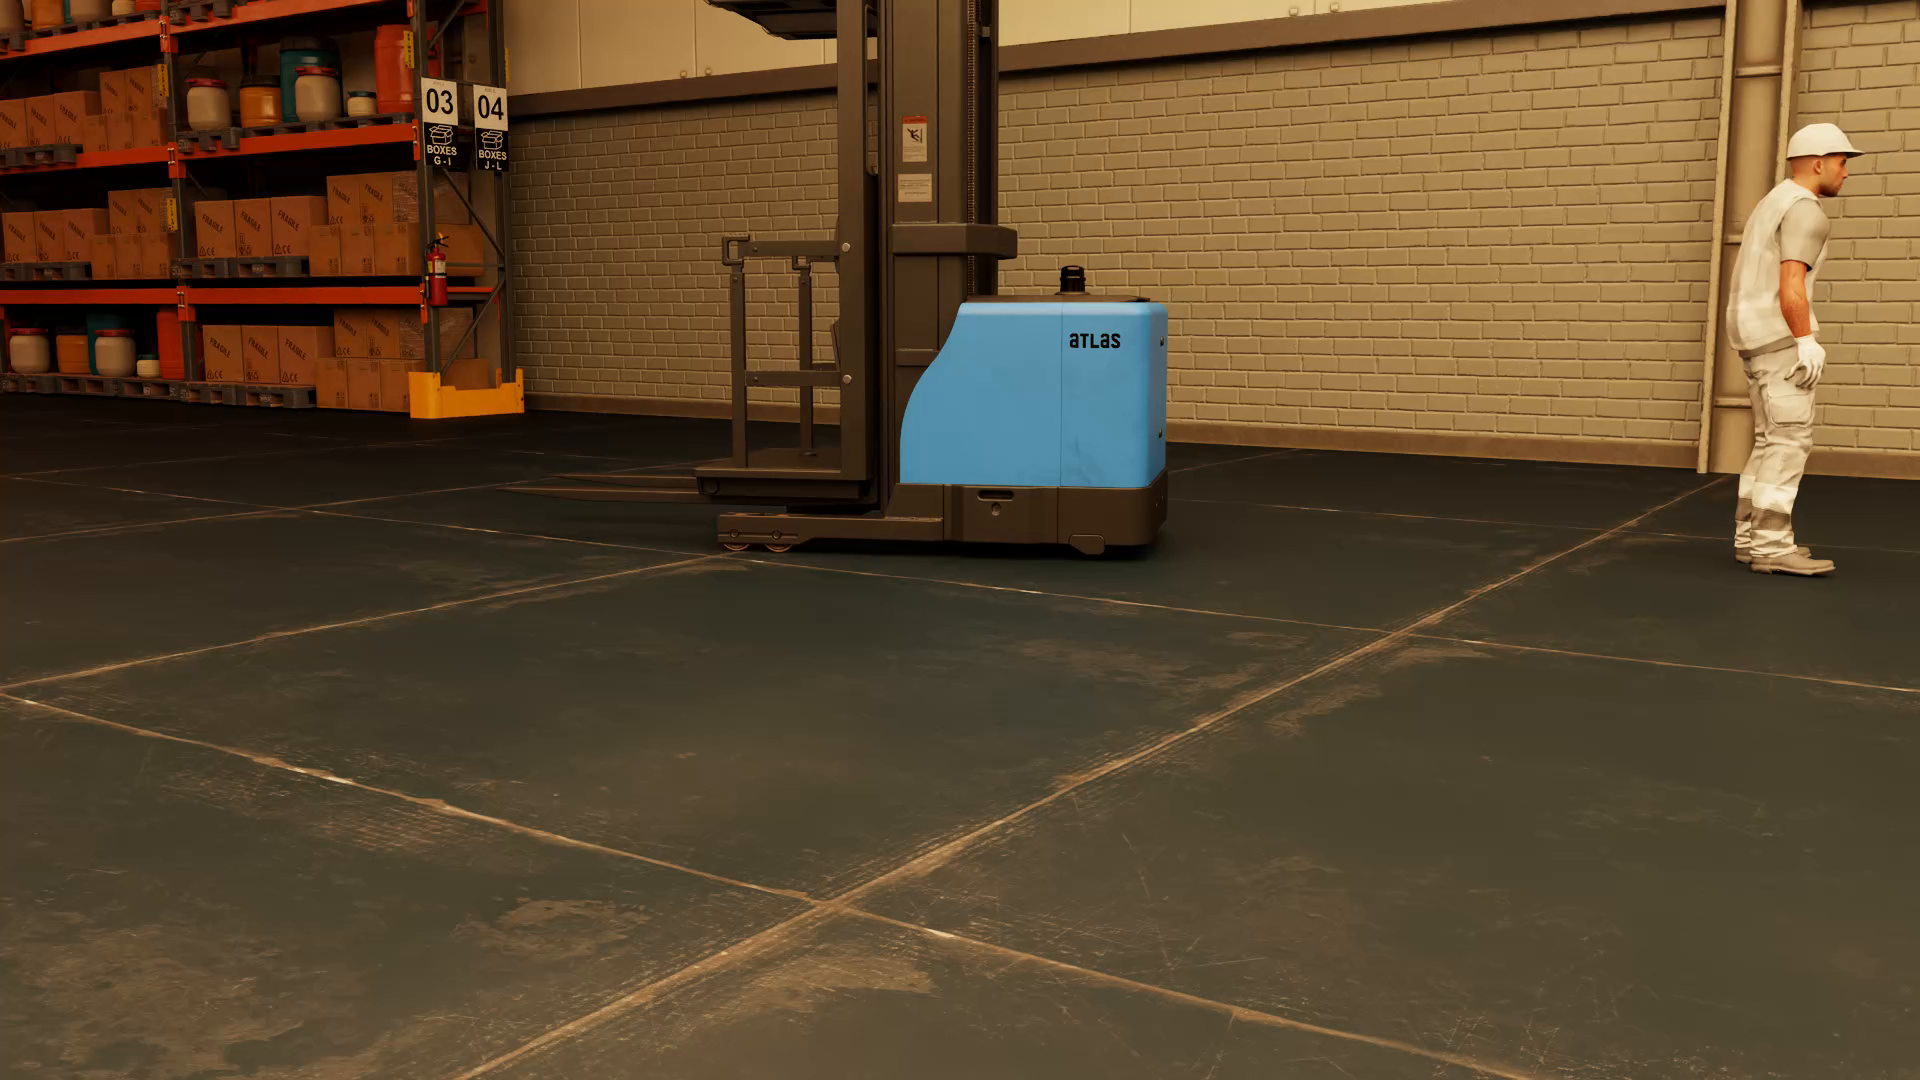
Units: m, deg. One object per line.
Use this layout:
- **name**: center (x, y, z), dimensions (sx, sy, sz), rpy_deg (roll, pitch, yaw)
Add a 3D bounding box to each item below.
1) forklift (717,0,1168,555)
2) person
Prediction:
- **forklift**: center (-0.596, -1.469, 7.520), dimensions (3.031, 2.935, 1.130), rpy_deg (2, 8, 12)
- **person**: center (3.350, -0.799, 6.711), dimensions (0.454, 1.721, 0.609), rpy_deg (2, 8, 14)
